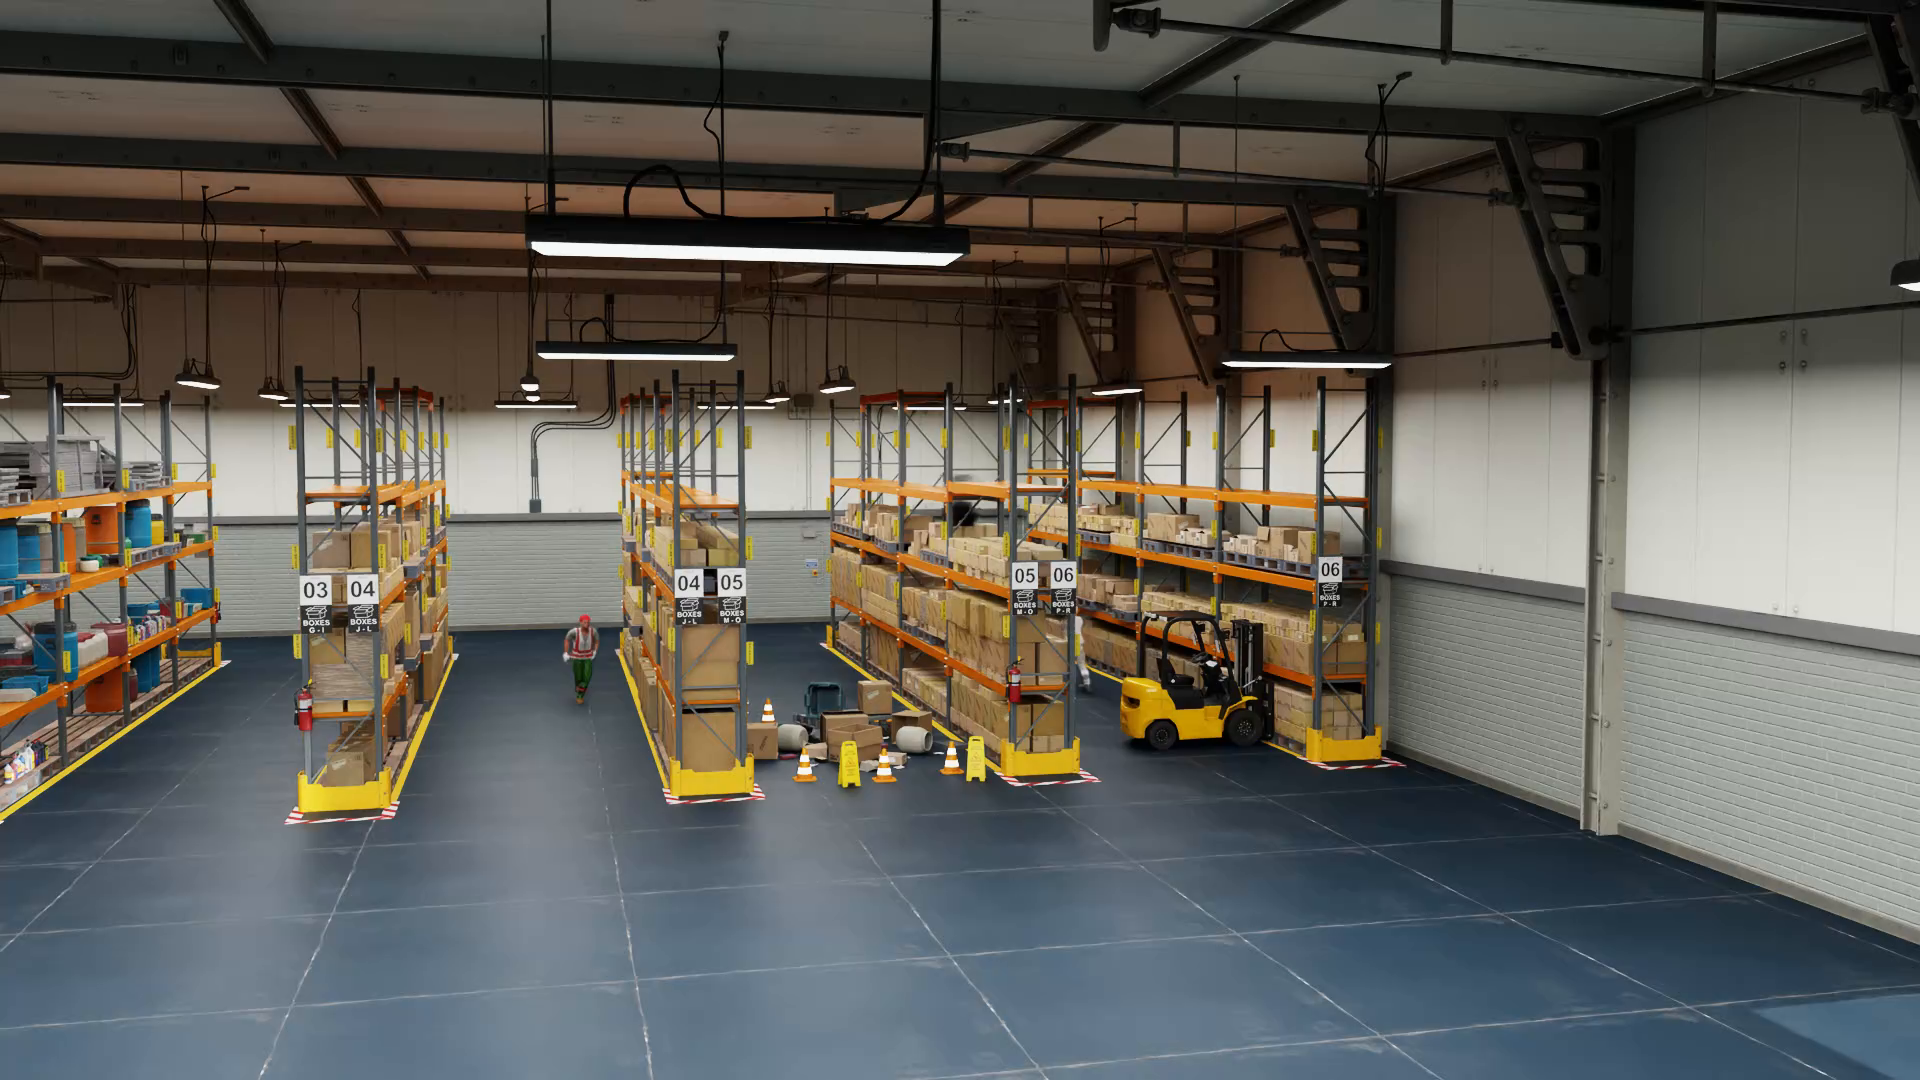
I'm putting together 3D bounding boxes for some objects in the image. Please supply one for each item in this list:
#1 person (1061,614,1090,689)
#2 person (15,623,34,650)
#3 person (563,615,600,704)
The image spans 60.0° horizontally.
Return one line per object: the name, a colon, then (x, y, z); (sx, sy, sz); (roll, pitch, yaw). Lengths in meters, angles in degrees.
person: (2.273, 2.140, 33.576); (0.683, 1.715, 0.961); (-2, 4, -33)
person: (-17.428, 2.350, 31.203); (0.542, 1.607, 0.733); (-1, 3, -9)
person: (-7.210, 2.257, 31.715); (0.667, 1.715, 0.702); (-2, 4, -29)
